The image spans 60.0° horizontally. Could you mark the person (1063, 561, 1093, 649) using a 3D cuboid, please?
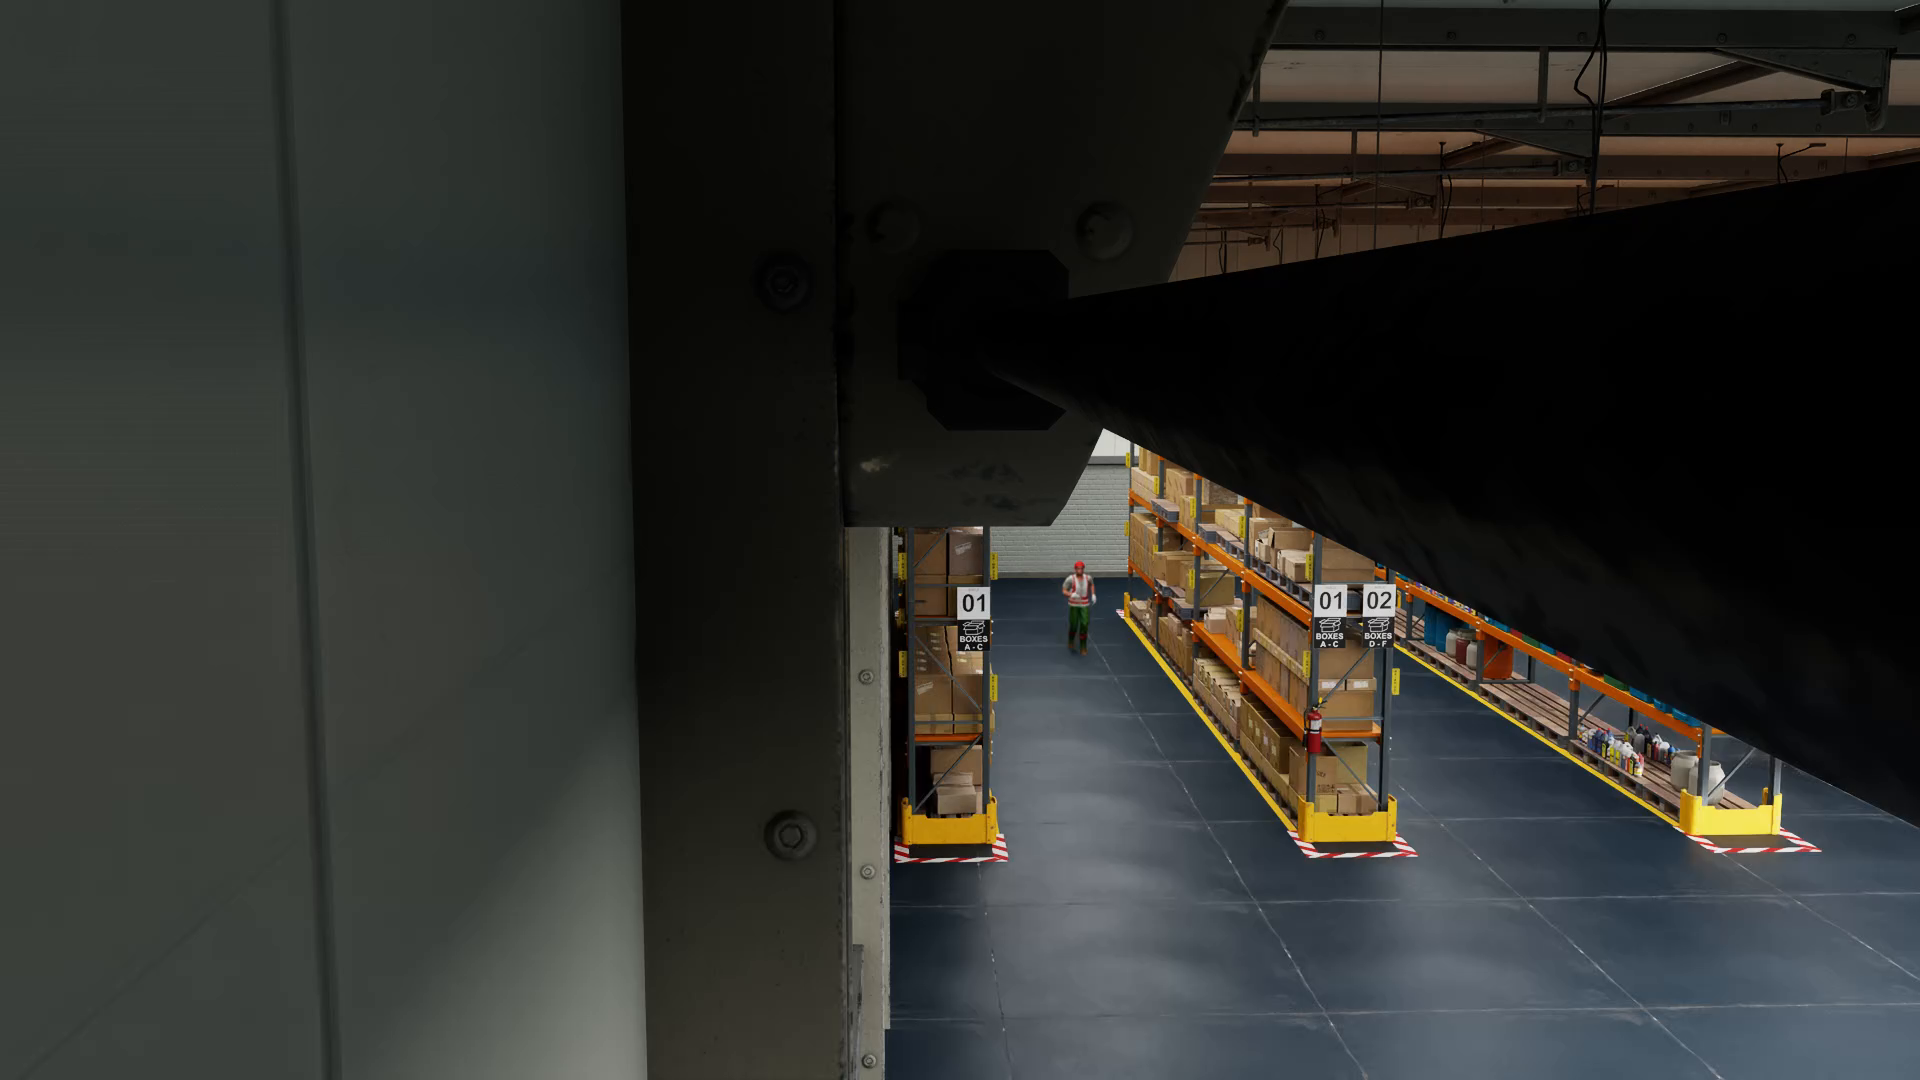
[{"bbox_3d":[2.289,1.245,32.353,0.628,1.717,0.702,-1,7,-9],"label":"person"}]
